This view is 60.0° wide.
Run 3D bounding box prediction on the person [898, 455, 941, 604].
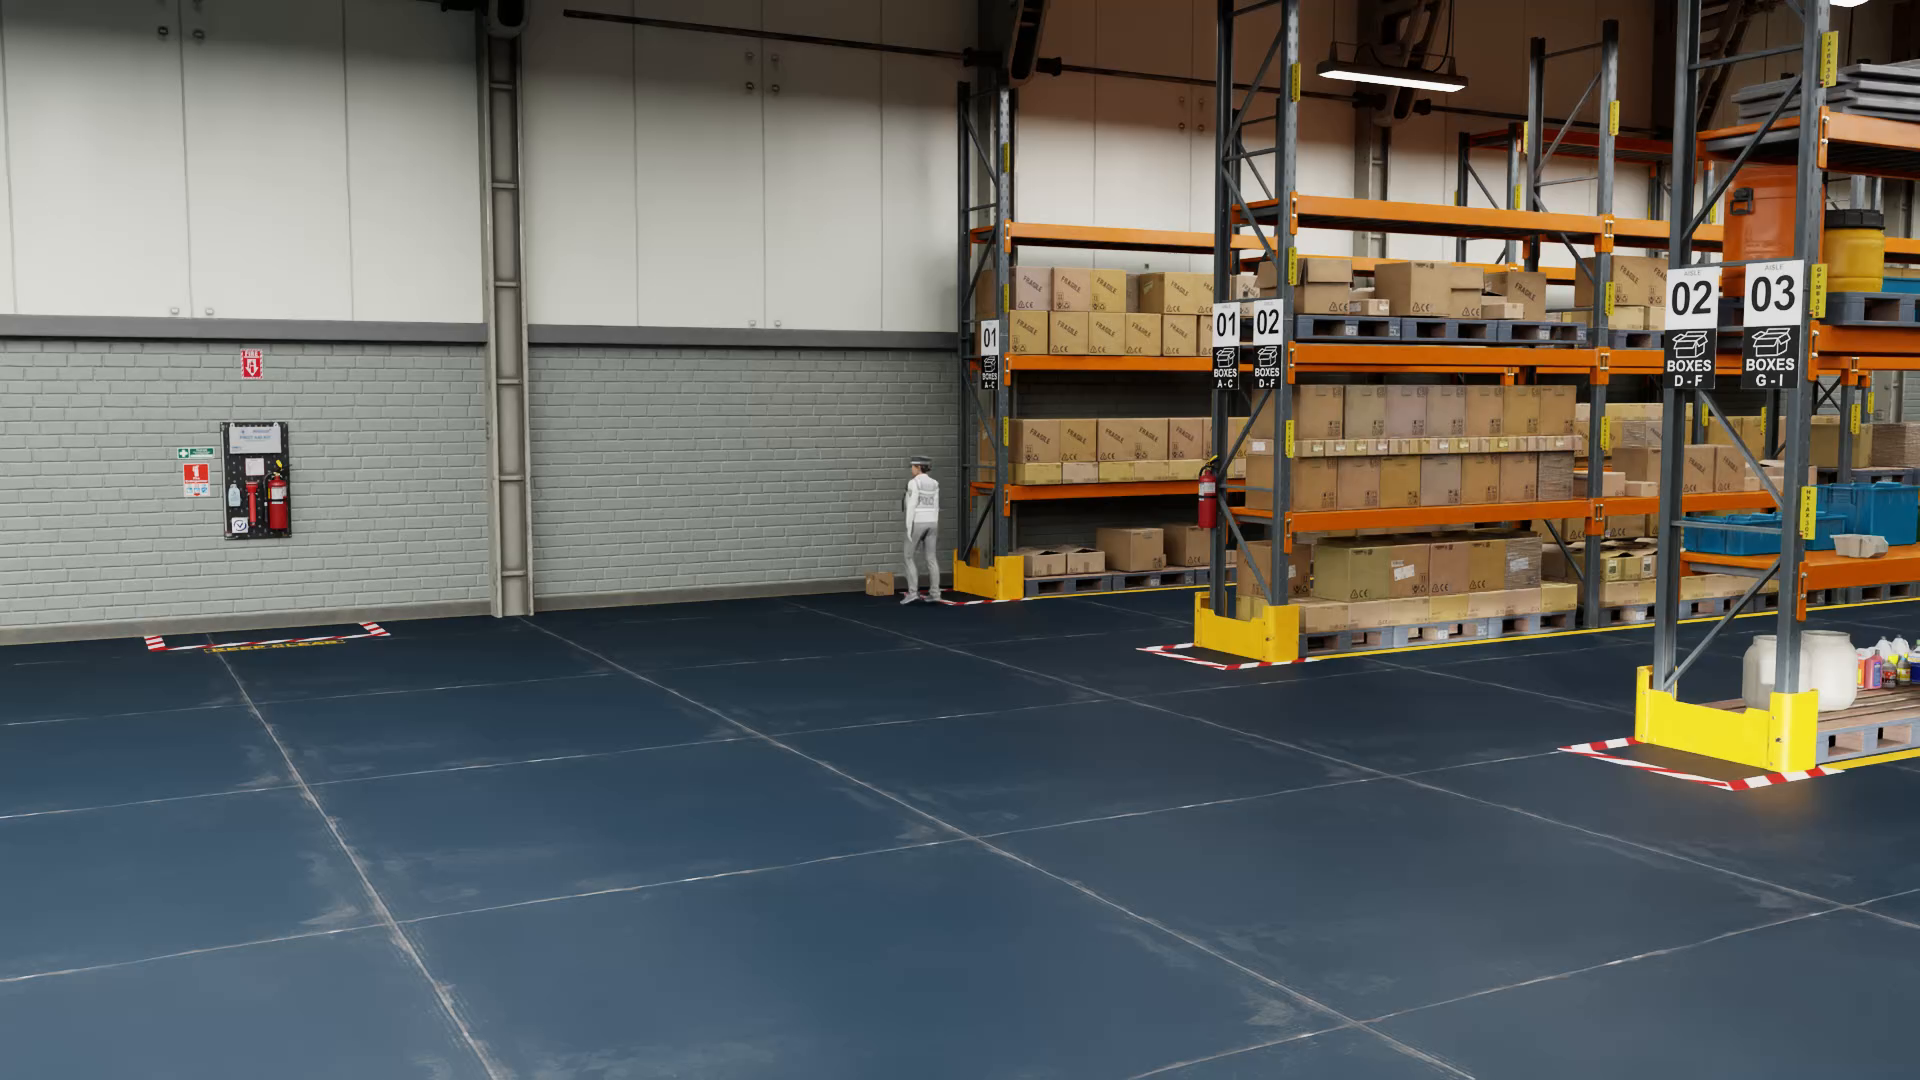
[{"bbox_3d":[-0.395,-0.097,18.705,0.509,1.713,0.504,-4,7,-39],"label":"person"}]
